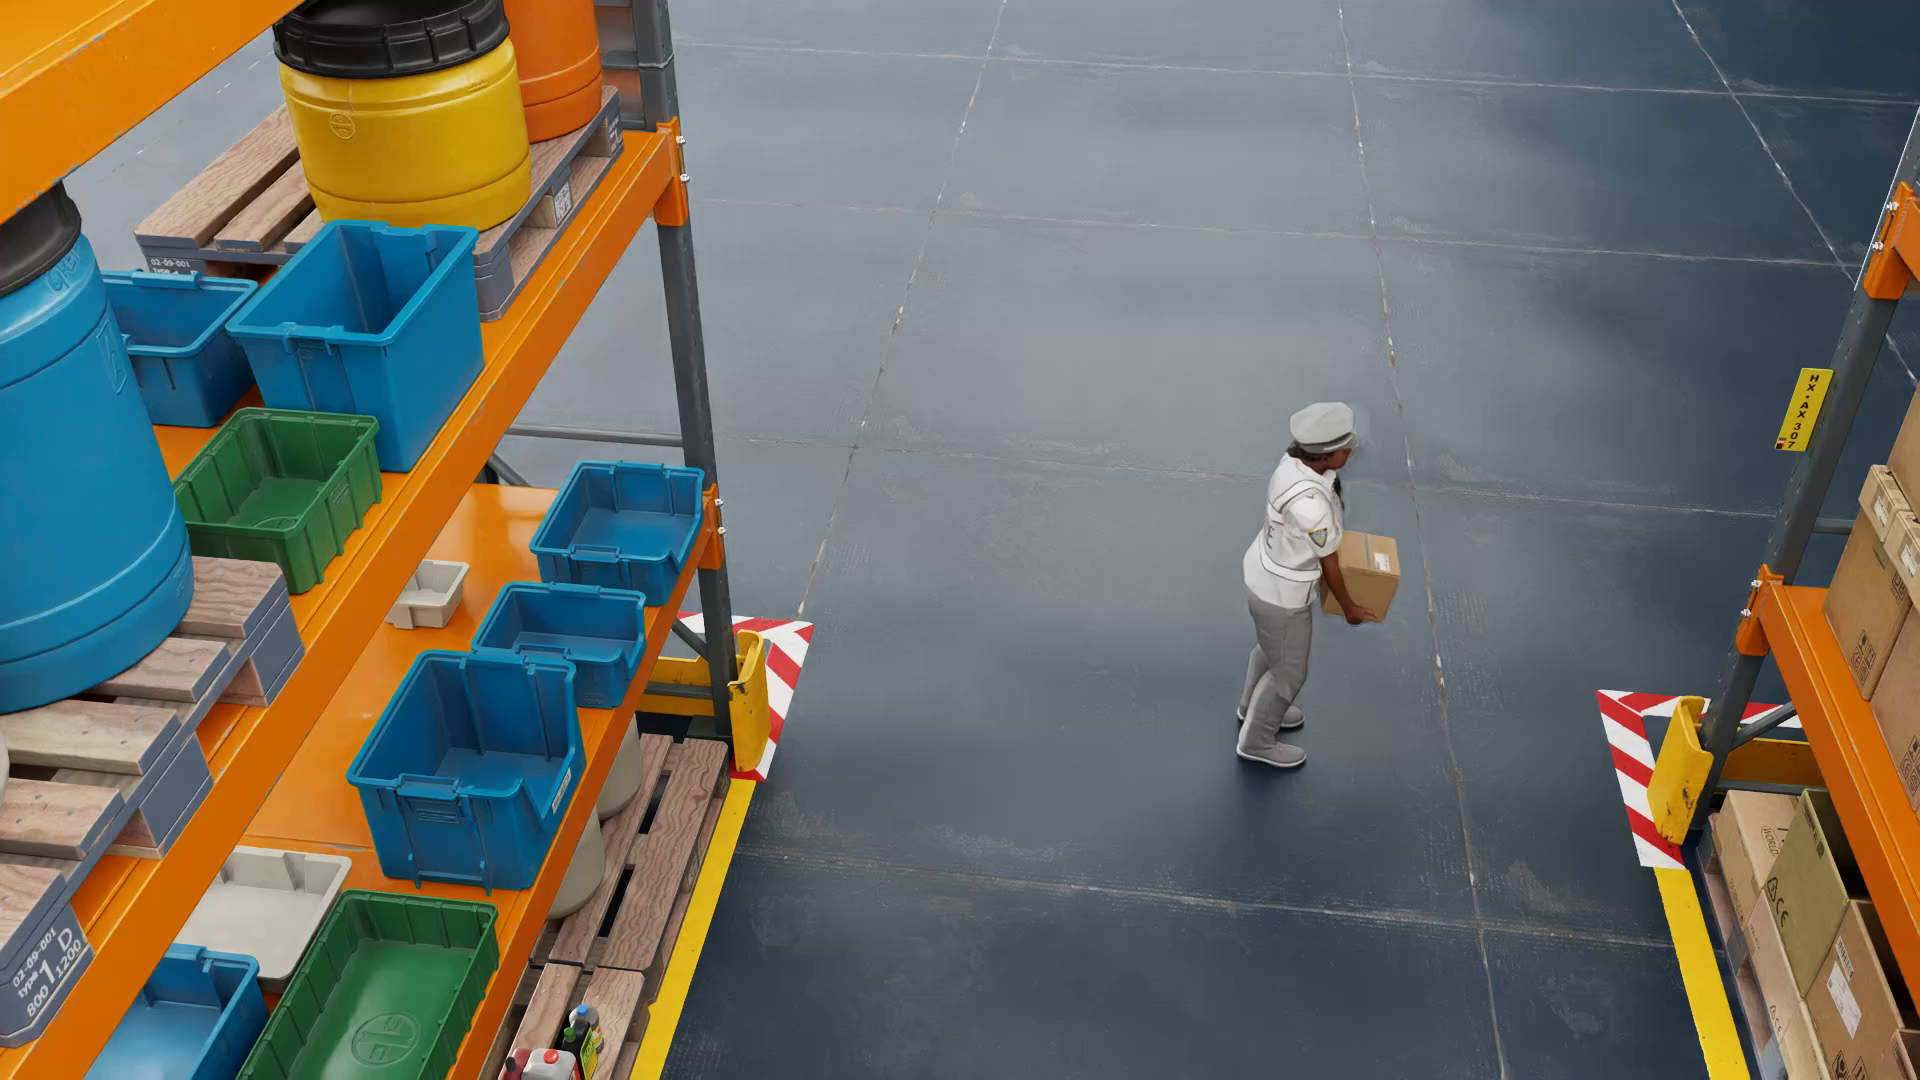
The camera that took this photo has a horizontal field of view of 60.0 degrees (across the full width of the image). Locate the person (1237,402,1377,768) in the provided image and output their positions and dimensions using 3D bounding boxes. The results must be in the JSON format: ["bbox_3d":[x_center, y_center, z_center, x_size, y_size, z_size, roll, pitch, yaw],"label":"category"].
[{"bbox_3d":[1.418,0.192,6.774,0.537,1.677,0.416,4,37,5],"label":"person"}]
